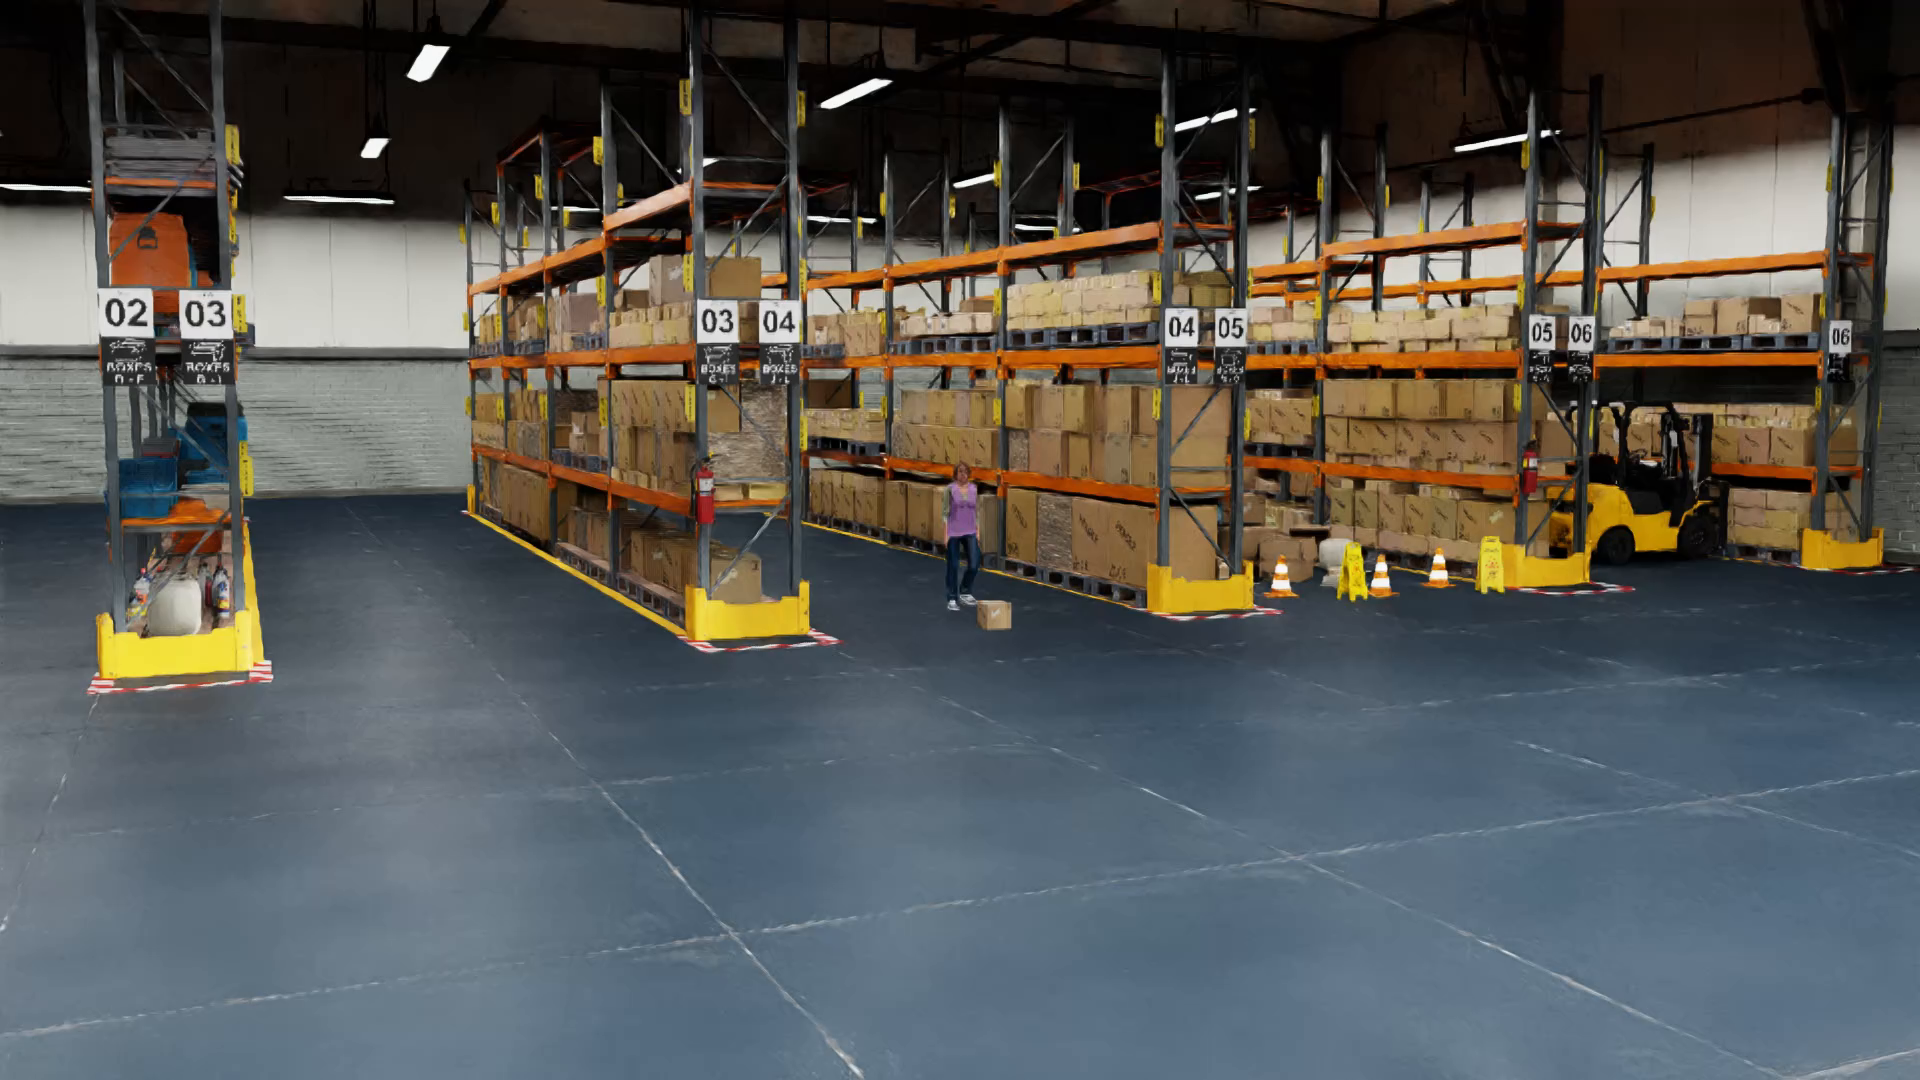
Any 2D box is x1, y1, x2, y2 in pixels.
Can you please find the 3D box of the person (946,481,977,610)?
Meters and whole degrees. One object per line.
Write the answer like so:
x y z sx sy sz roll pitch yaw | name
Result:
0.005 0.061 17.572 0.351 1.370 0.370 -2 6 -18 | person
